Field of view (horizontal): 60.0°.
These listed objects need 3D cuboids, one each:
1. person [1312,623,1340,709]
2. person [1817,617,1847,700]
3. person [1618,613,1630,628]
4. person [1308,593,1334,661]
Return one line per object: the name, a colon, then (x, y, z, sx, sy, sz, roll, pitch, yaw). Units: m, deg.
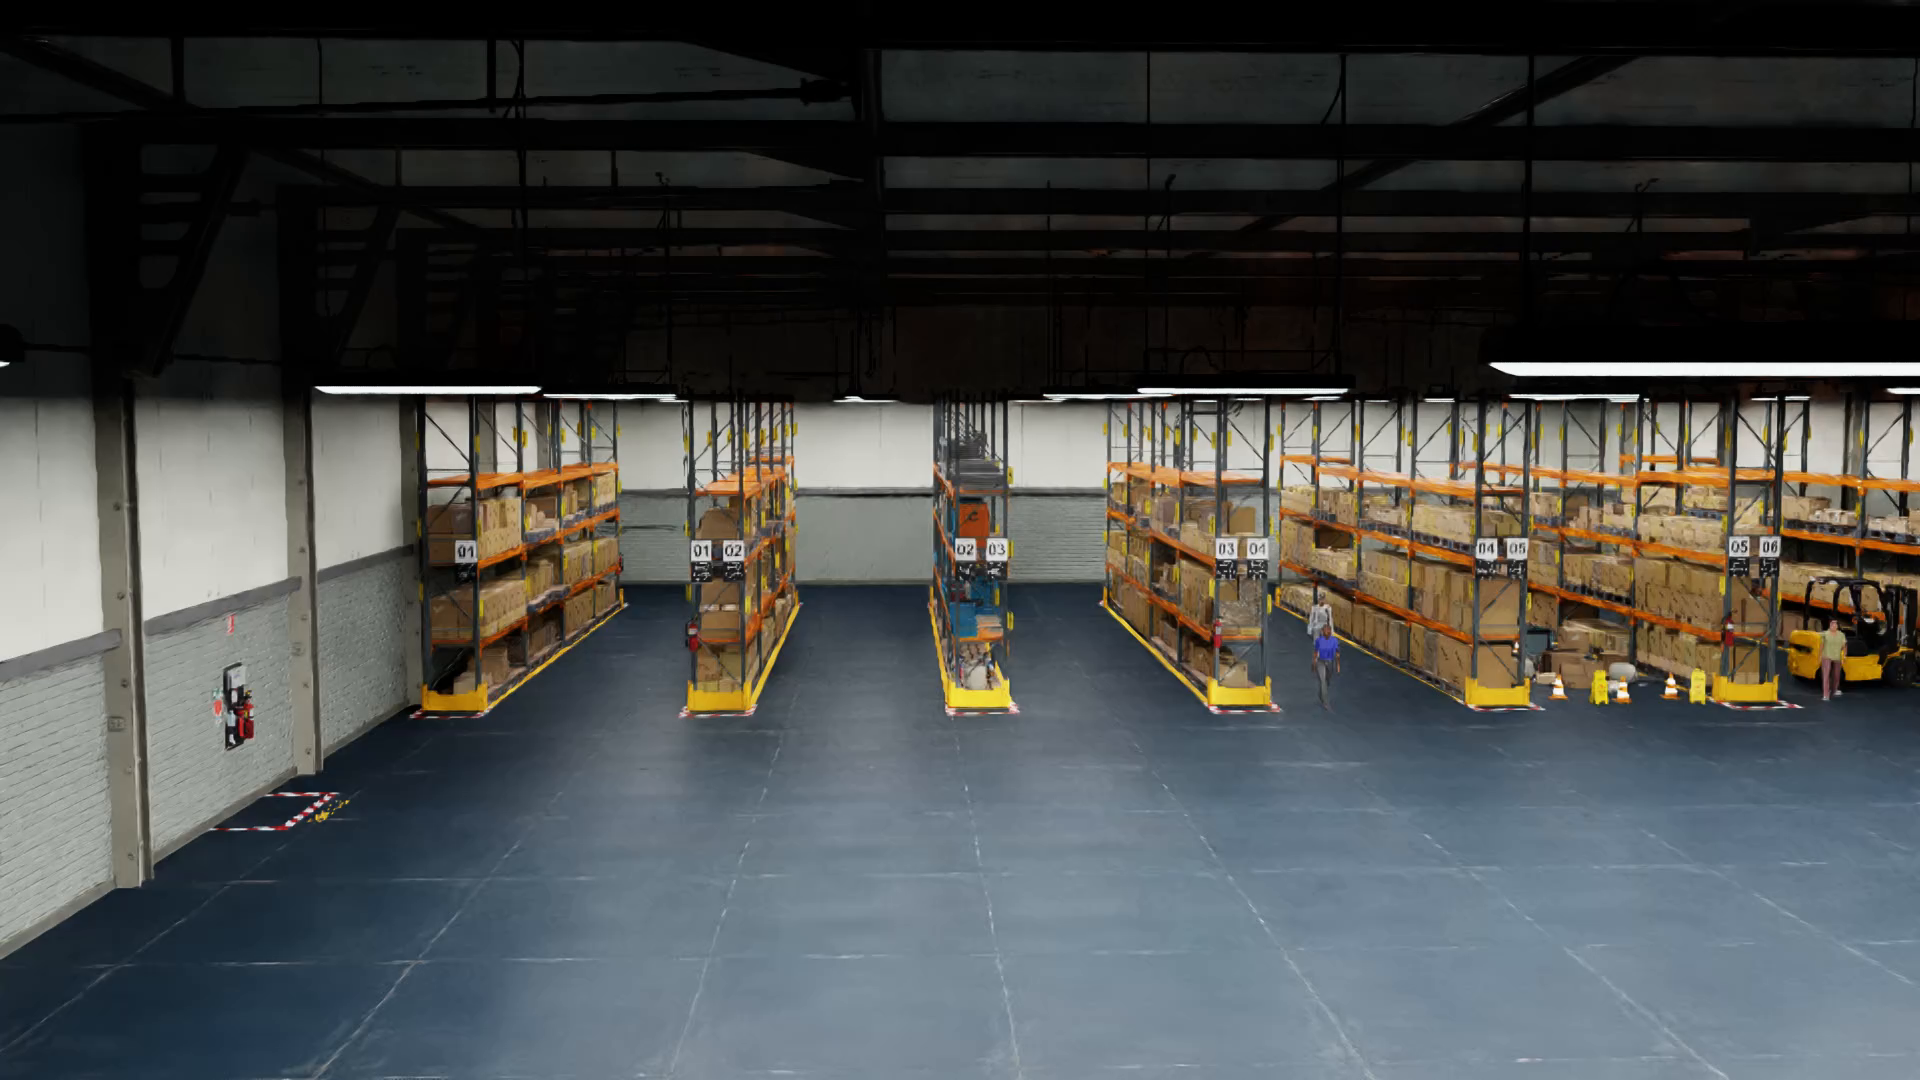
person: (6.934, 2.356, 31.432, 0.461, 1.596, 0.999, 0, 5, -3)
person: (16.947, 2.284, 32.297, 0.491, 1.609, 0.954, 2, 5, 19)
person: (16.878, 1.427, 42.310, 0.545, 1.667, 0.572, 2, 5, 27)
person: (7.891, 1.946, 36.293, 0.502, 1.621, 0.997, 0, 5, -3)
